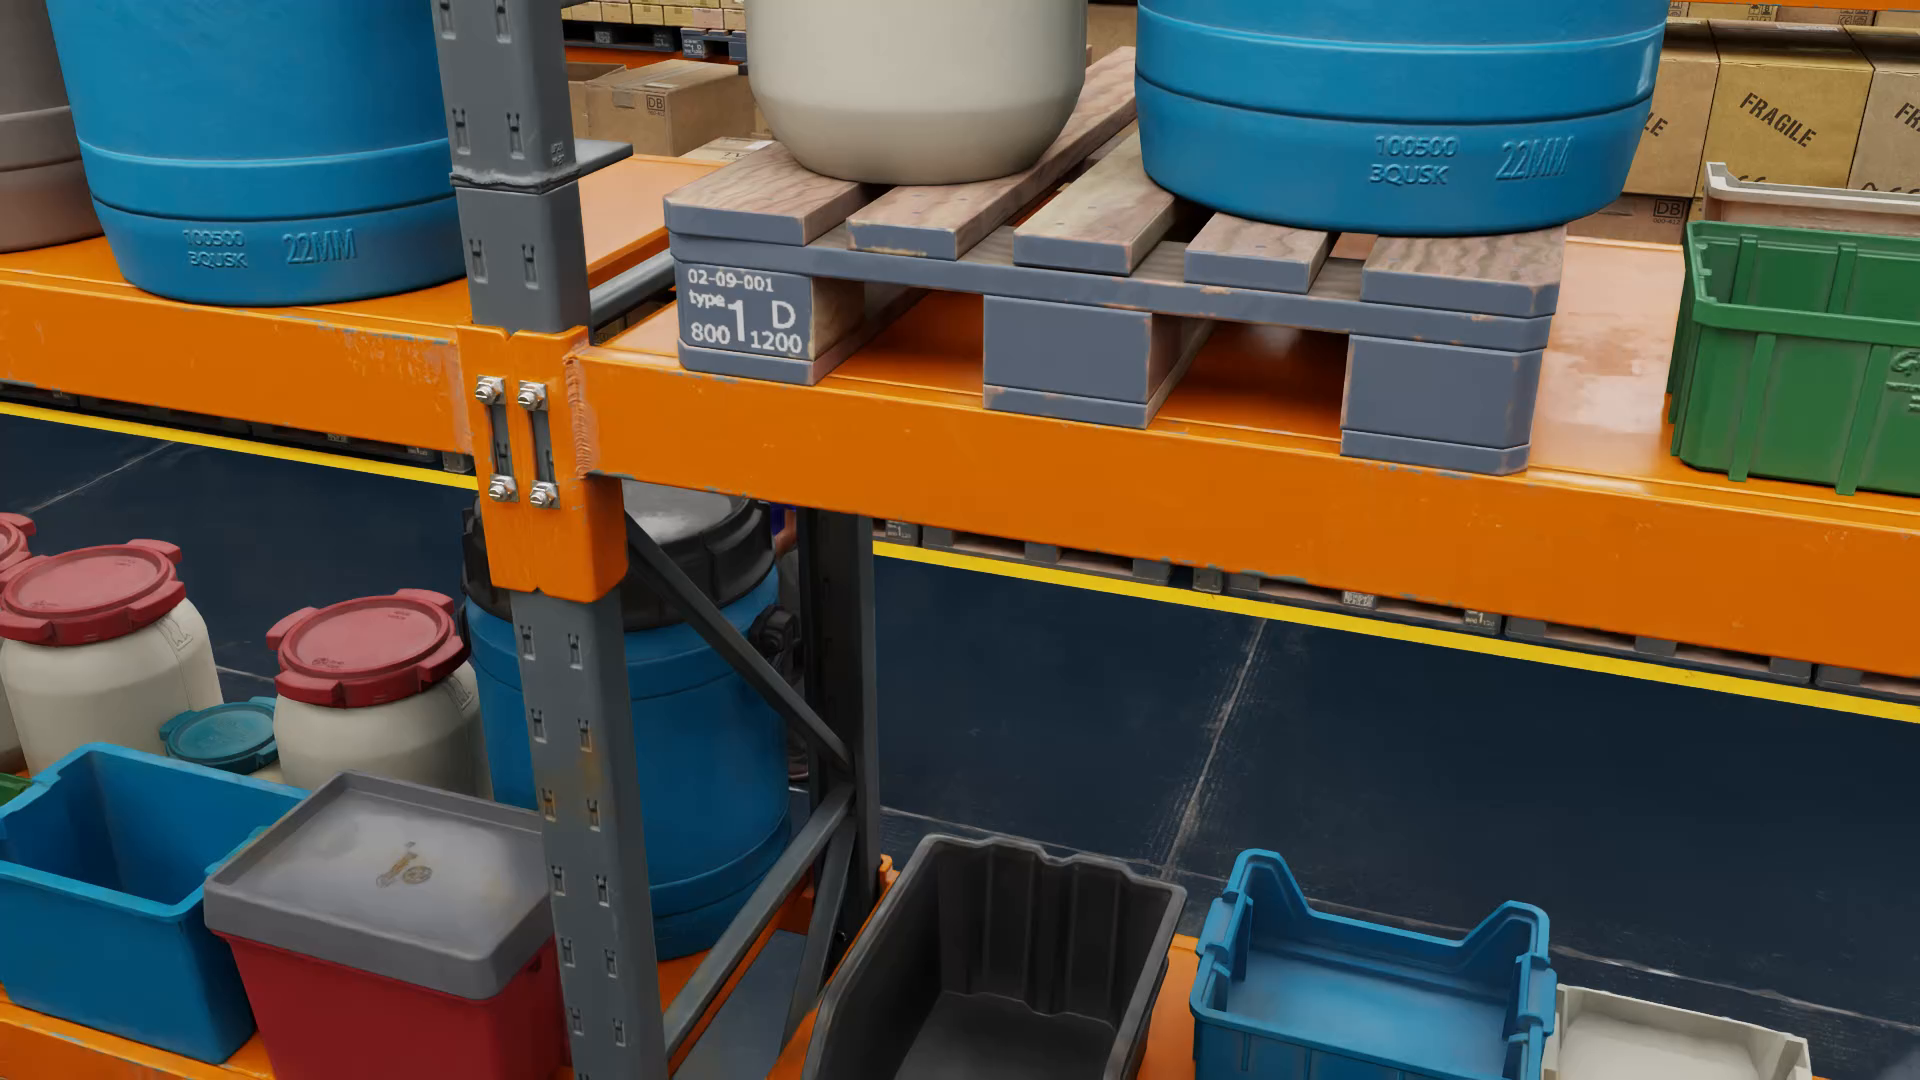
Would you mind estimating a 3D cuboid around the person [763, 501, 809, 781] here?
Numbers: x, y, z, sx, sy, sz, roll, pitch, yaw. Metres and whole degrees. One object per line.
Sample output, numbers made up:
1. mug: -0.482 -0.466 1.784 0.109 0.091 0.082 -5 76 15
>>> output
1. person: -0.688 0.099 5.898 0.450 1.662 0.534 -11 28 -21
